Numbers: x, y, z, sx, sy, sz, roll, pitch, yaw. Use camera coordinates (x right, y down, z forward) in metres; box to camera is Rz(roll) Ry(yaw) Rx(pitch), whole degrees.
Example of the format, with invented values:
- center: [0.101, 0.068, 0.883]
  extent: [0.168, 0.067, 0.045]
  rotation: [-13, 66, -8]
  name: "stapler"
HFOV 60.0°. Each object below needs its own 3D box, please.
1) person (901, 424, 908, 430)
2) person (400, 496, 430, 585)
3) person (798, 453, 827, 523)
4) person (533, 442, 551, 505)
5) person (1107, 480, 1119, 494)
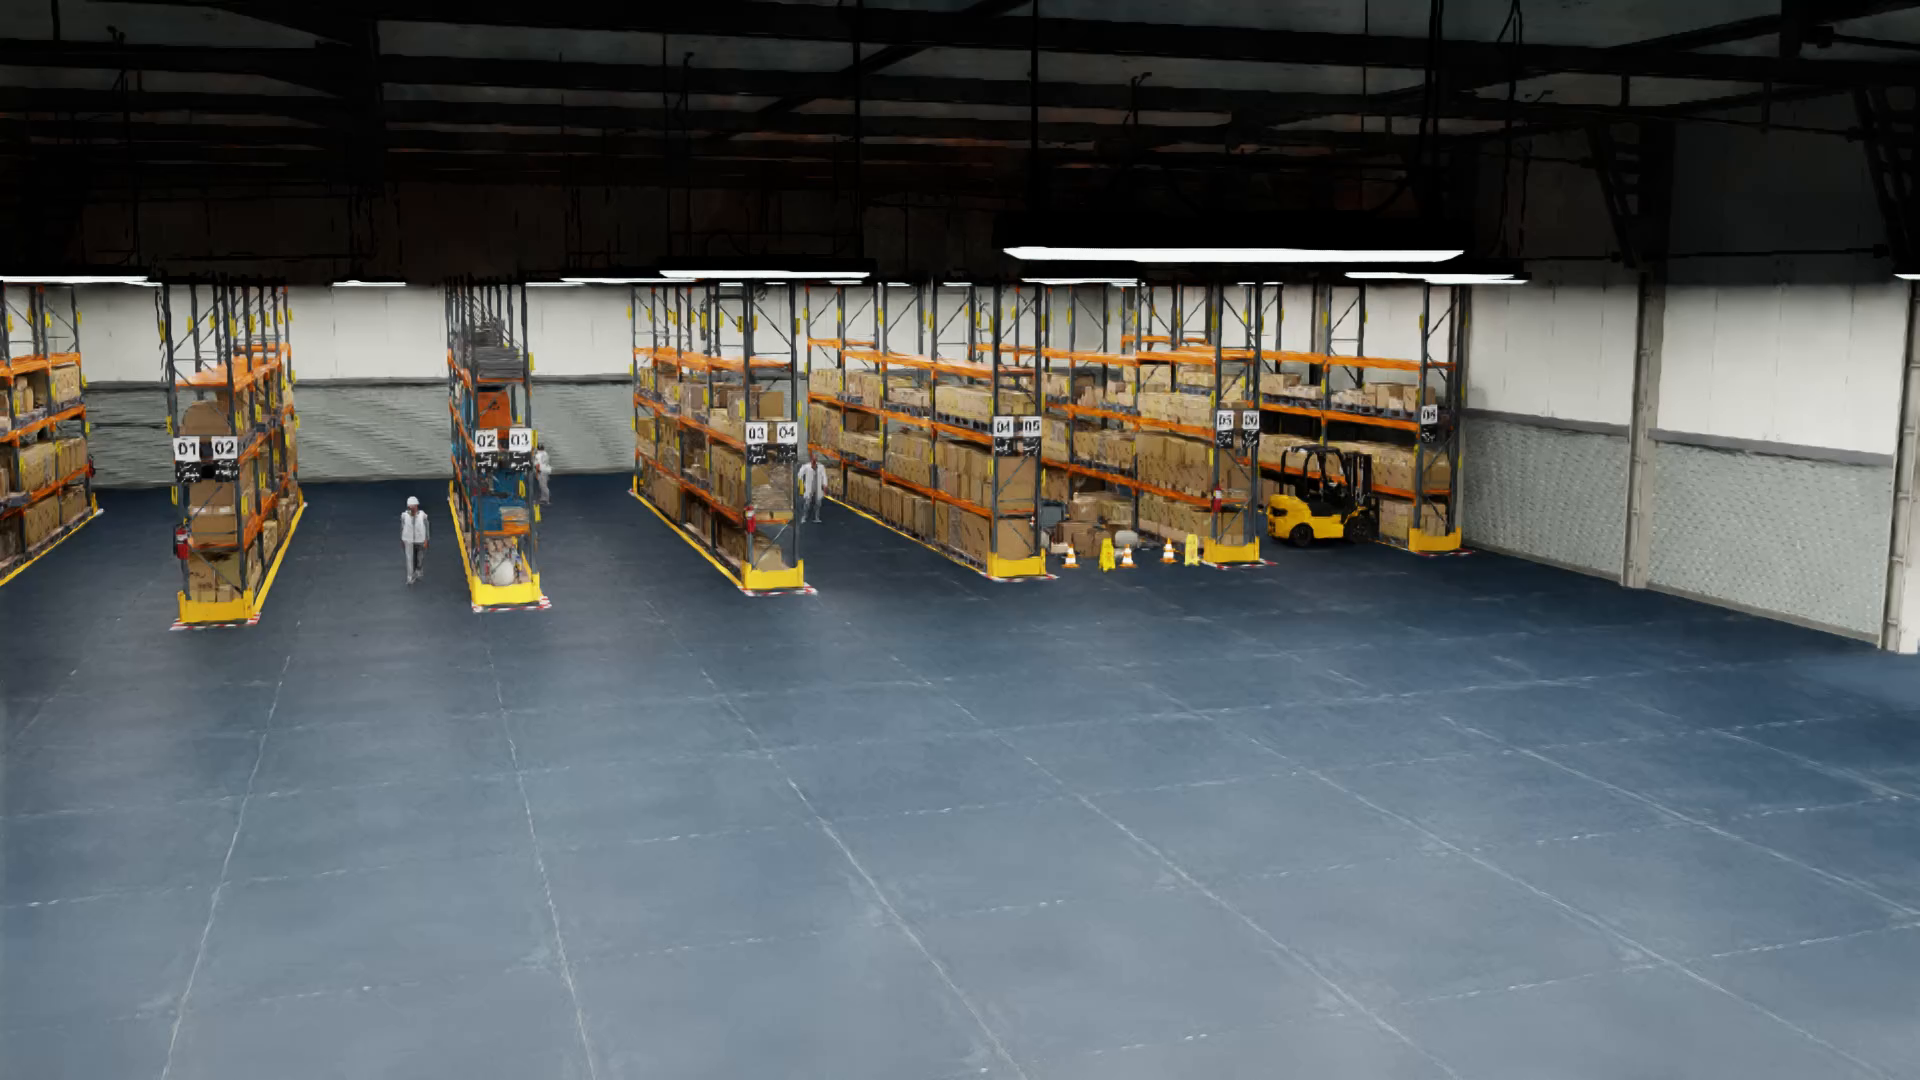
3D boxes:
- center: [-1.603, -2.763, 51.187]
  extent: [0.558, 1.538, 0.411]
  rotation: [8, 12, 41]
  name: "person"
- center: [-10.635, -0.014, 32.477]
  extent: [0.543, 1.700, 1.119]
  rotation: [-3, 9, -20]
  name: "person"
- center: [-3.626, -1.275, 40.802]
  extent: [0.729, 1.733, 0.546]
  rotation: [-3, 9, -20]
  name: "person"
- center: [-11.166, -1.789, 44.336]
  extent: [0.541, 1.657, 0.592]
  rotation: [1, 9, 10]
  name: "person"
- center: [4.089, -1.988, 45.433]
  extent: [0.584, 1.717, 0.654]
  rotation: [2, 9, 13]
  name: "person"
